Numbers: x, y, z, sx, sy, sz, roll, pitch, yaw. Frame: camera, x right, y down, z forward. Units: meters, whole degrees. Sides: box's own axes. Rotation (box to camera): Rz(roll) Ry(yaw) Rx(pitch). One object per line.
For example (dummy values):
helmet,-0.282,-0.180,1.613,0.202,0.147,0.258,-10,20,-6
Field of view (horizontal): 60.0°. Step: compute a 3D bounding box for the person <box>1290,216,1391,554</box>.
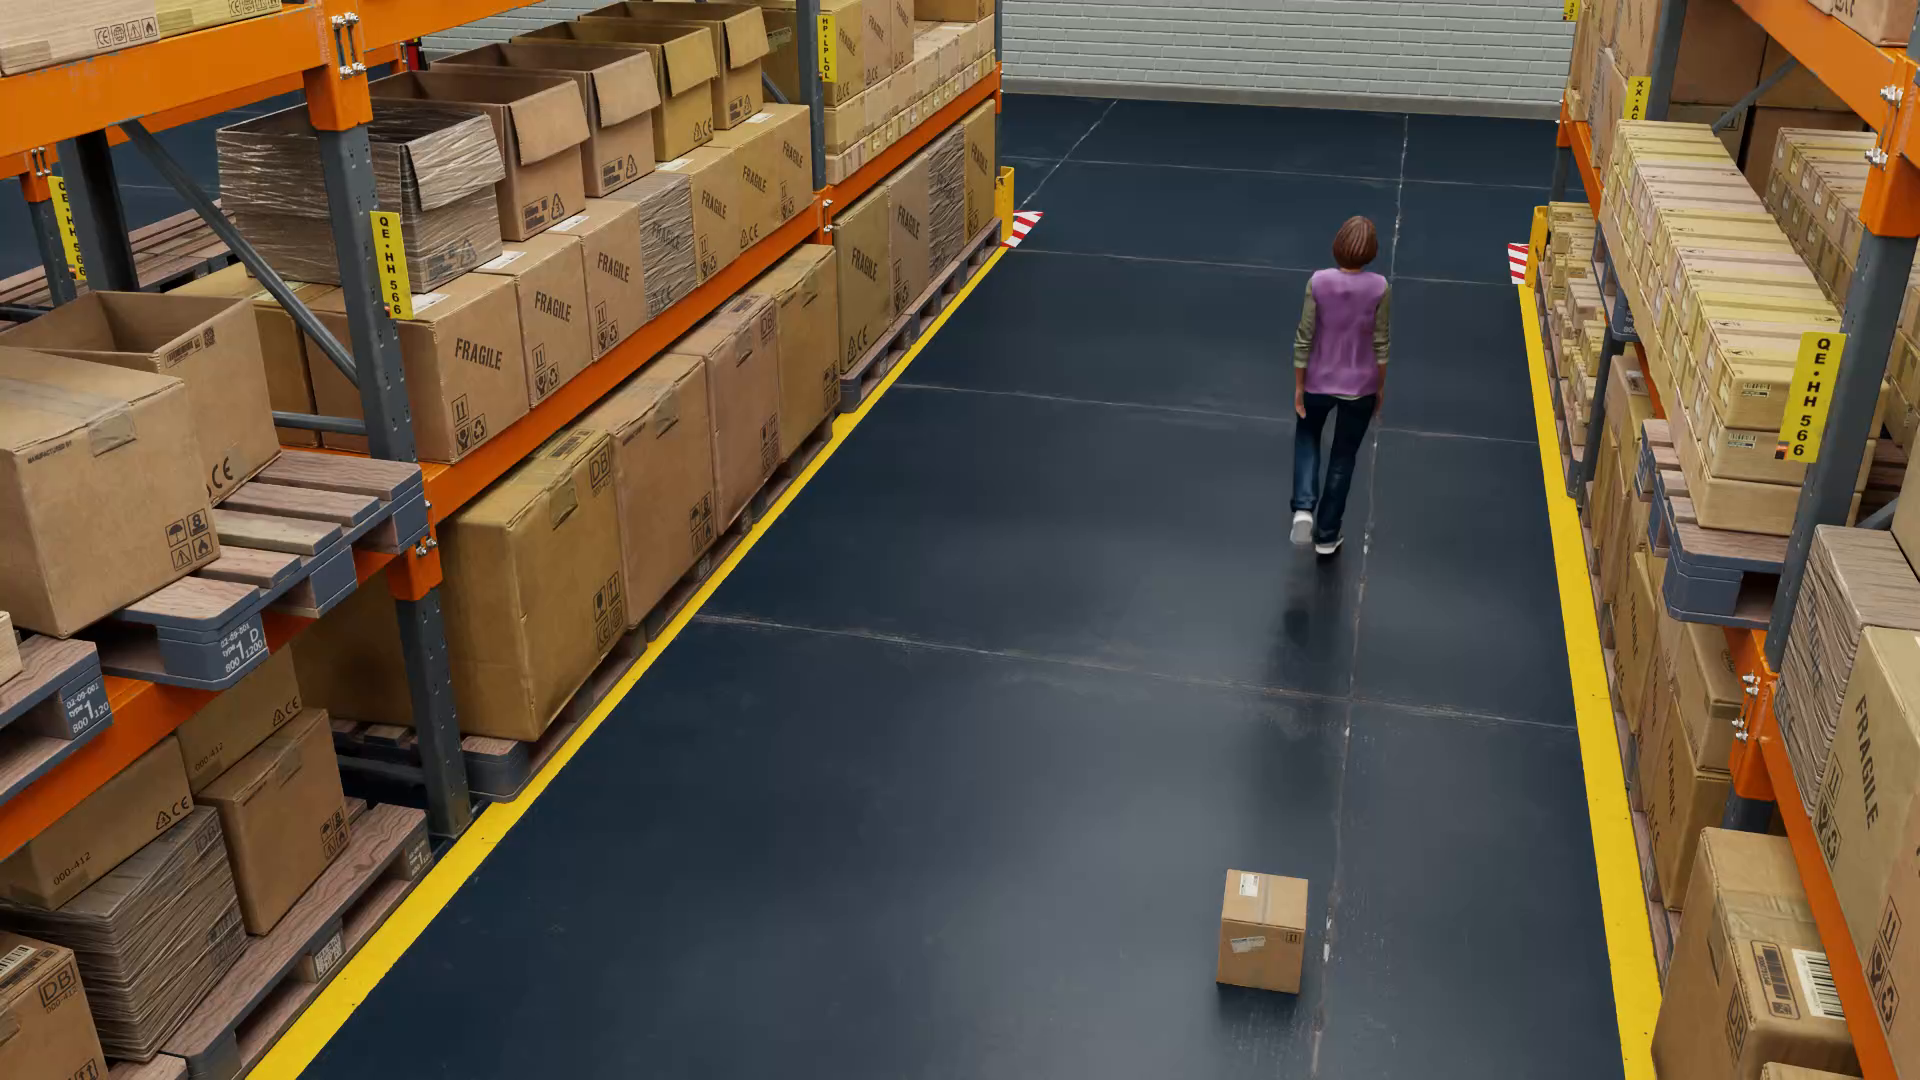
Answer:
person,1.703,-0.678,7.490,0.409,1.577,0.421,8,27,16
